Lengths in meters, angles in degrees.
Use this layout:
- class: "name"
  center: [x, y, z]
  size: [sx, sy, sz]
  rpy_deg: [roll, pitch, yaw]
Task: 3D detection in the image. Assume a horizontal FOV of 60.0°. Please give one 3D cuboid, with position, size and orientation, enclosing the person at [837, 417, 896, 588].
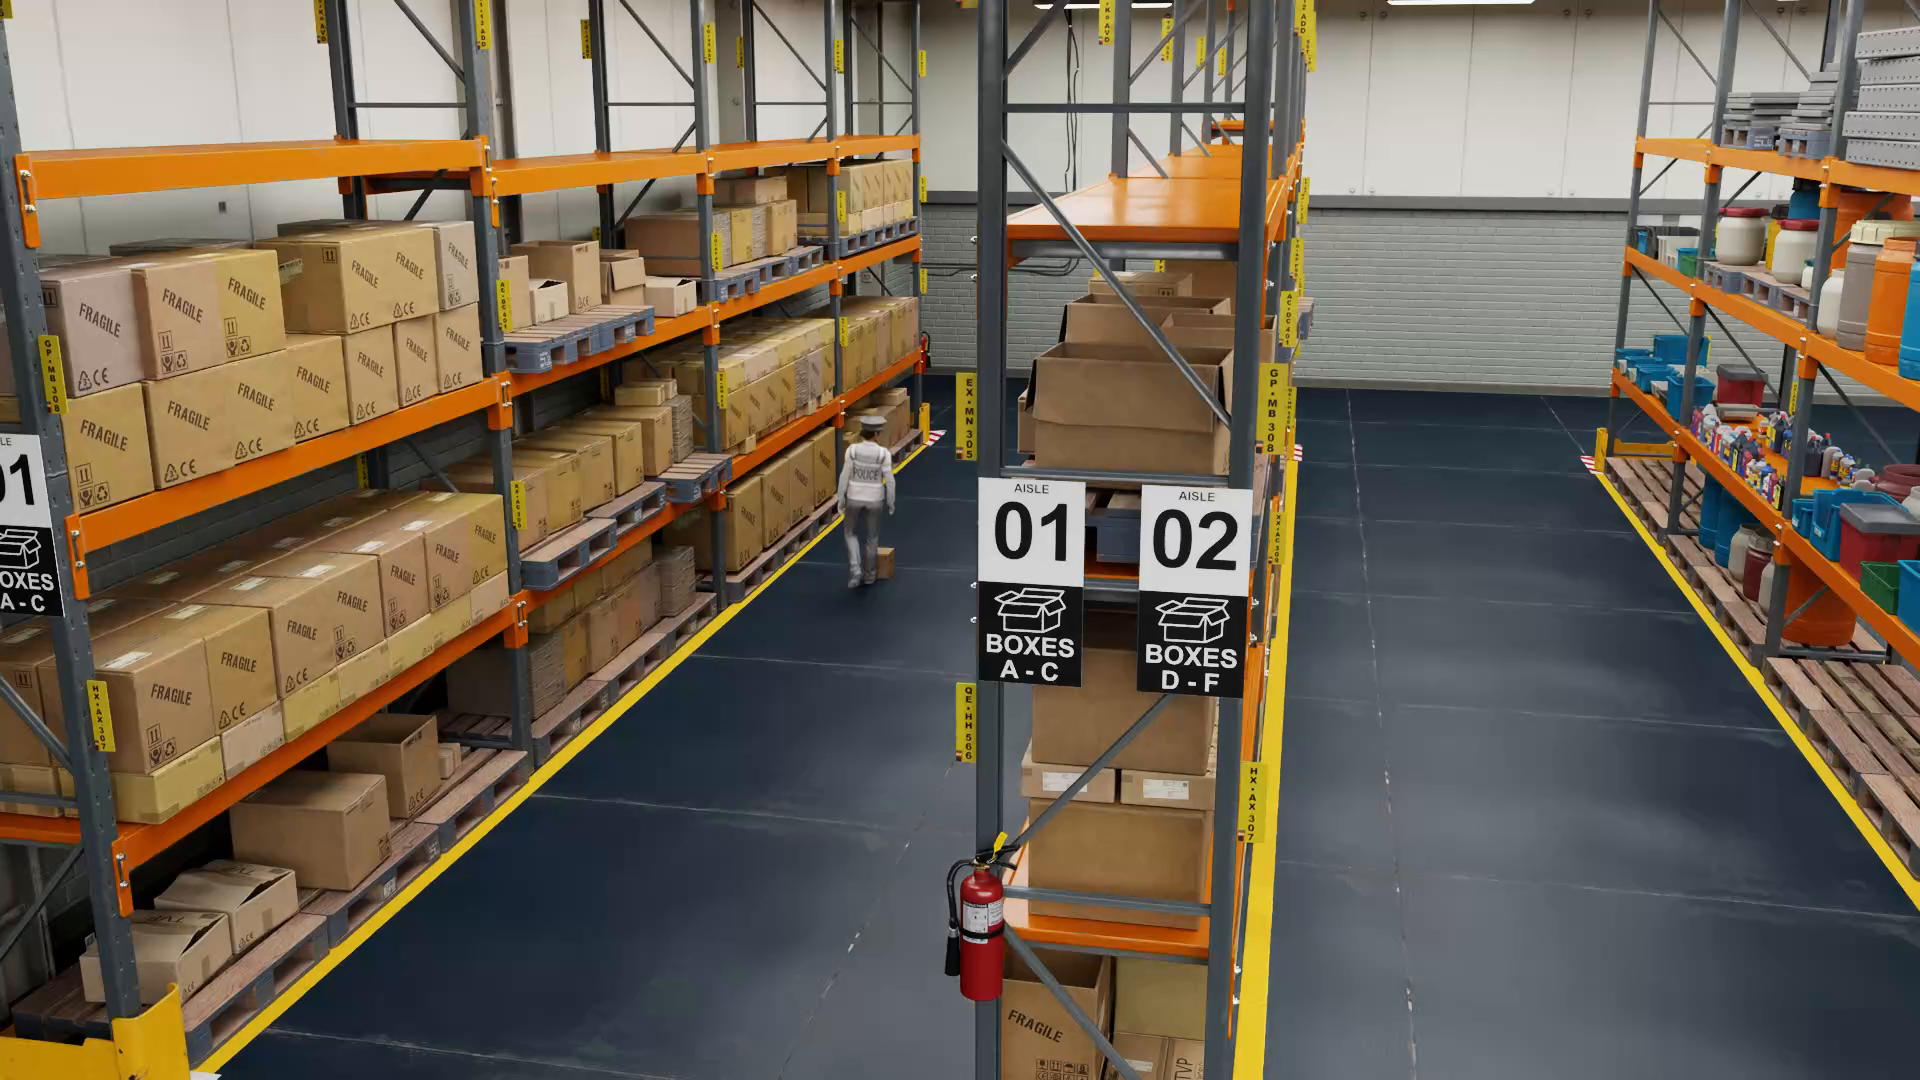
- class: "person"
  center: [-0.883, -0.365, 15.859]
  size: [0.558, 1.674, 0.518]
  rpy_deg: [0, 15, 1]
